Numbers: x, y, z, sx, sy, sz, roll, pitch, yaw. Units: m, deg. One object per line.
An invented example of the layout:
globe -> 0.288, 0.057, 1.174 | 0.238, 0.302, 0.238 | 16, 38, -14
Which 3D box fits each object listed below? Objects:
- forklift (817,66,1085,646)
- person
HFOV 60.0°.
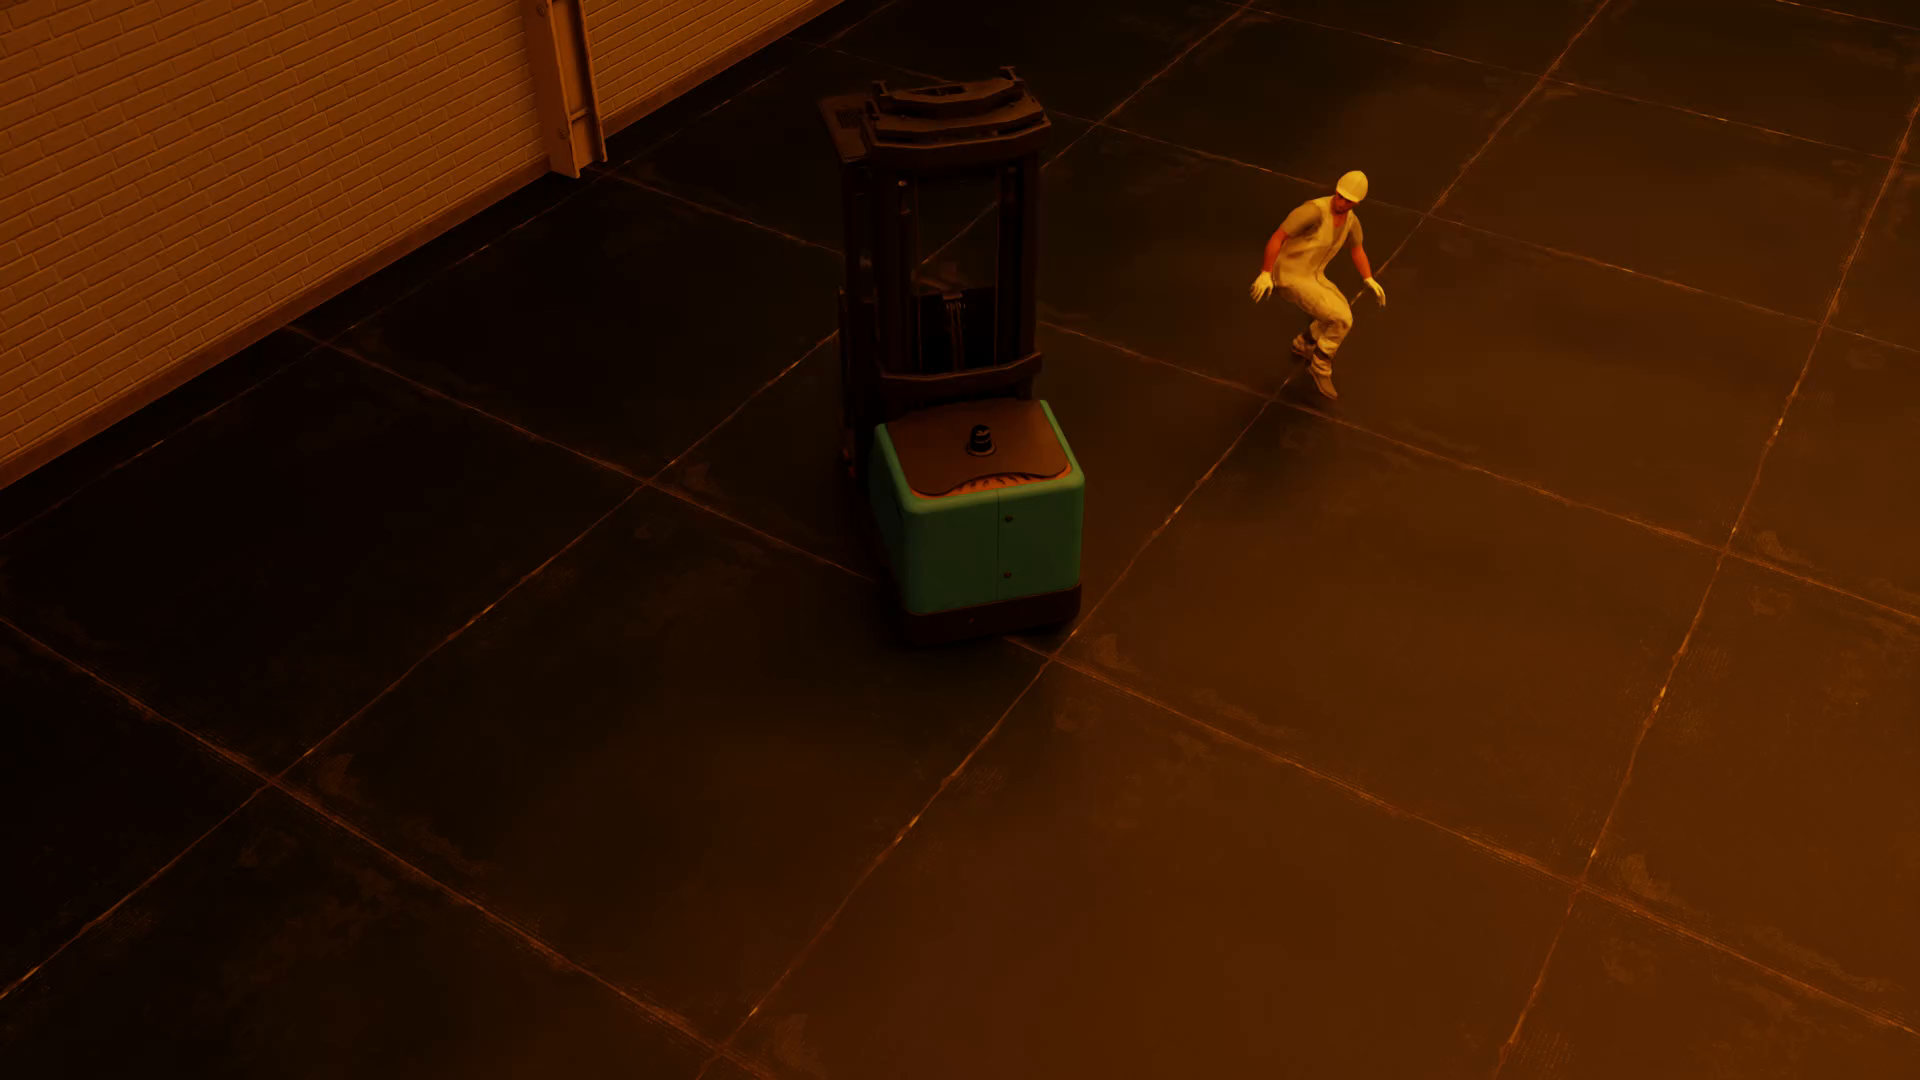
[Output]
forklift -> -0.166, -1.479, 9.713 | 1.130, 2.935, 3.031 | -9, 41, -11
person -> 2.424, -1.712, 11.086 | 0.738, 1.550, 0.789 | 27, 47, 28
